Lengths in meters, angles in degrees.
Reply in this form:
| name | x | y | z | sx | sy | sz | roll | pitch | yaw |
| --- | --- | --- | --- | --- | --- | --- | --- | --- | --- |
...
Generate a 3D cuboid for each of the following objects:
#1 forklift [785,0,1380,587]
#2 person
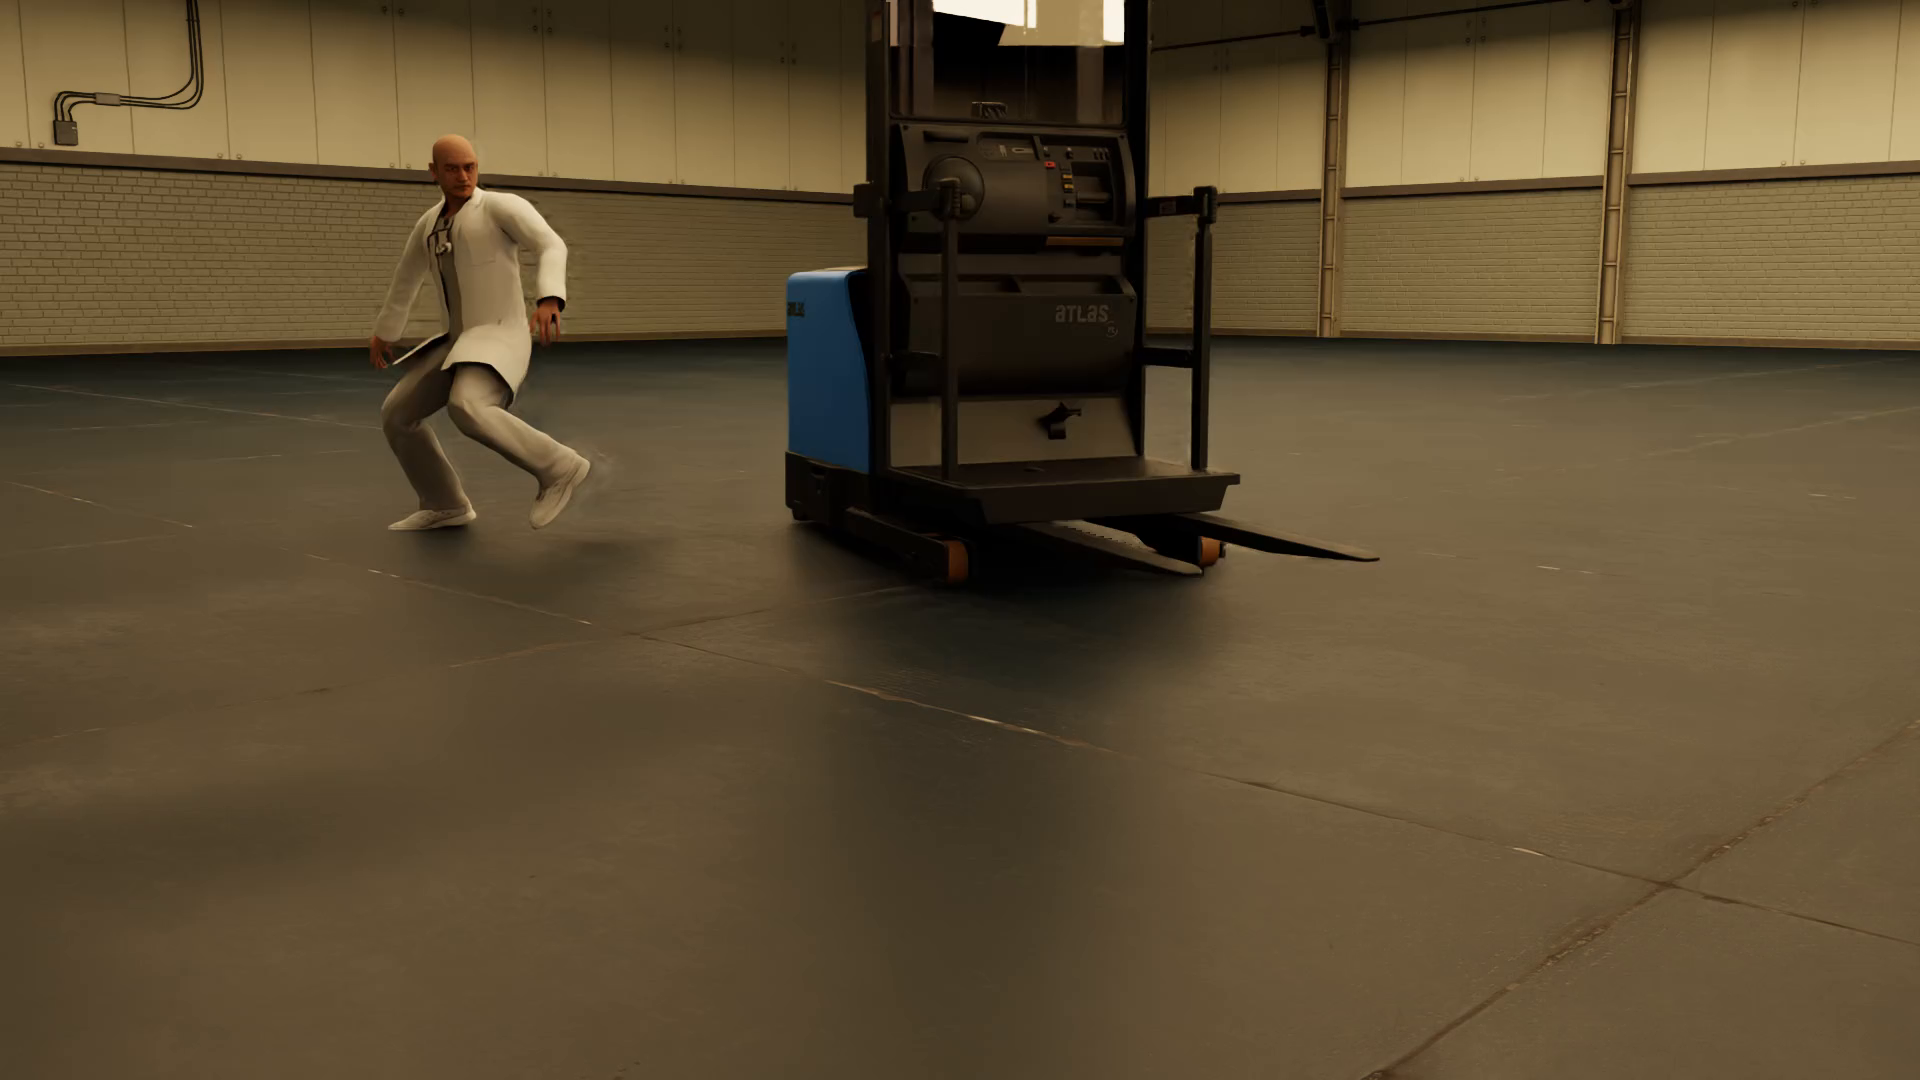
| name | x | y | z | sx | sy | sz | roll | pitch | yaw |
| --- | --- | --- | --- | --- | --- | --- | --- | --- | --- |
| forklift | 0.307 | -1.361 | 5.910 | 1.130 | 2.935 | 3.031 | -4 | 9 | -24 |
| person | -2.035 | -0.822 | 6.860 | 1.120 | 1.658 | 0.542 | 7 | 11 | 40 |
